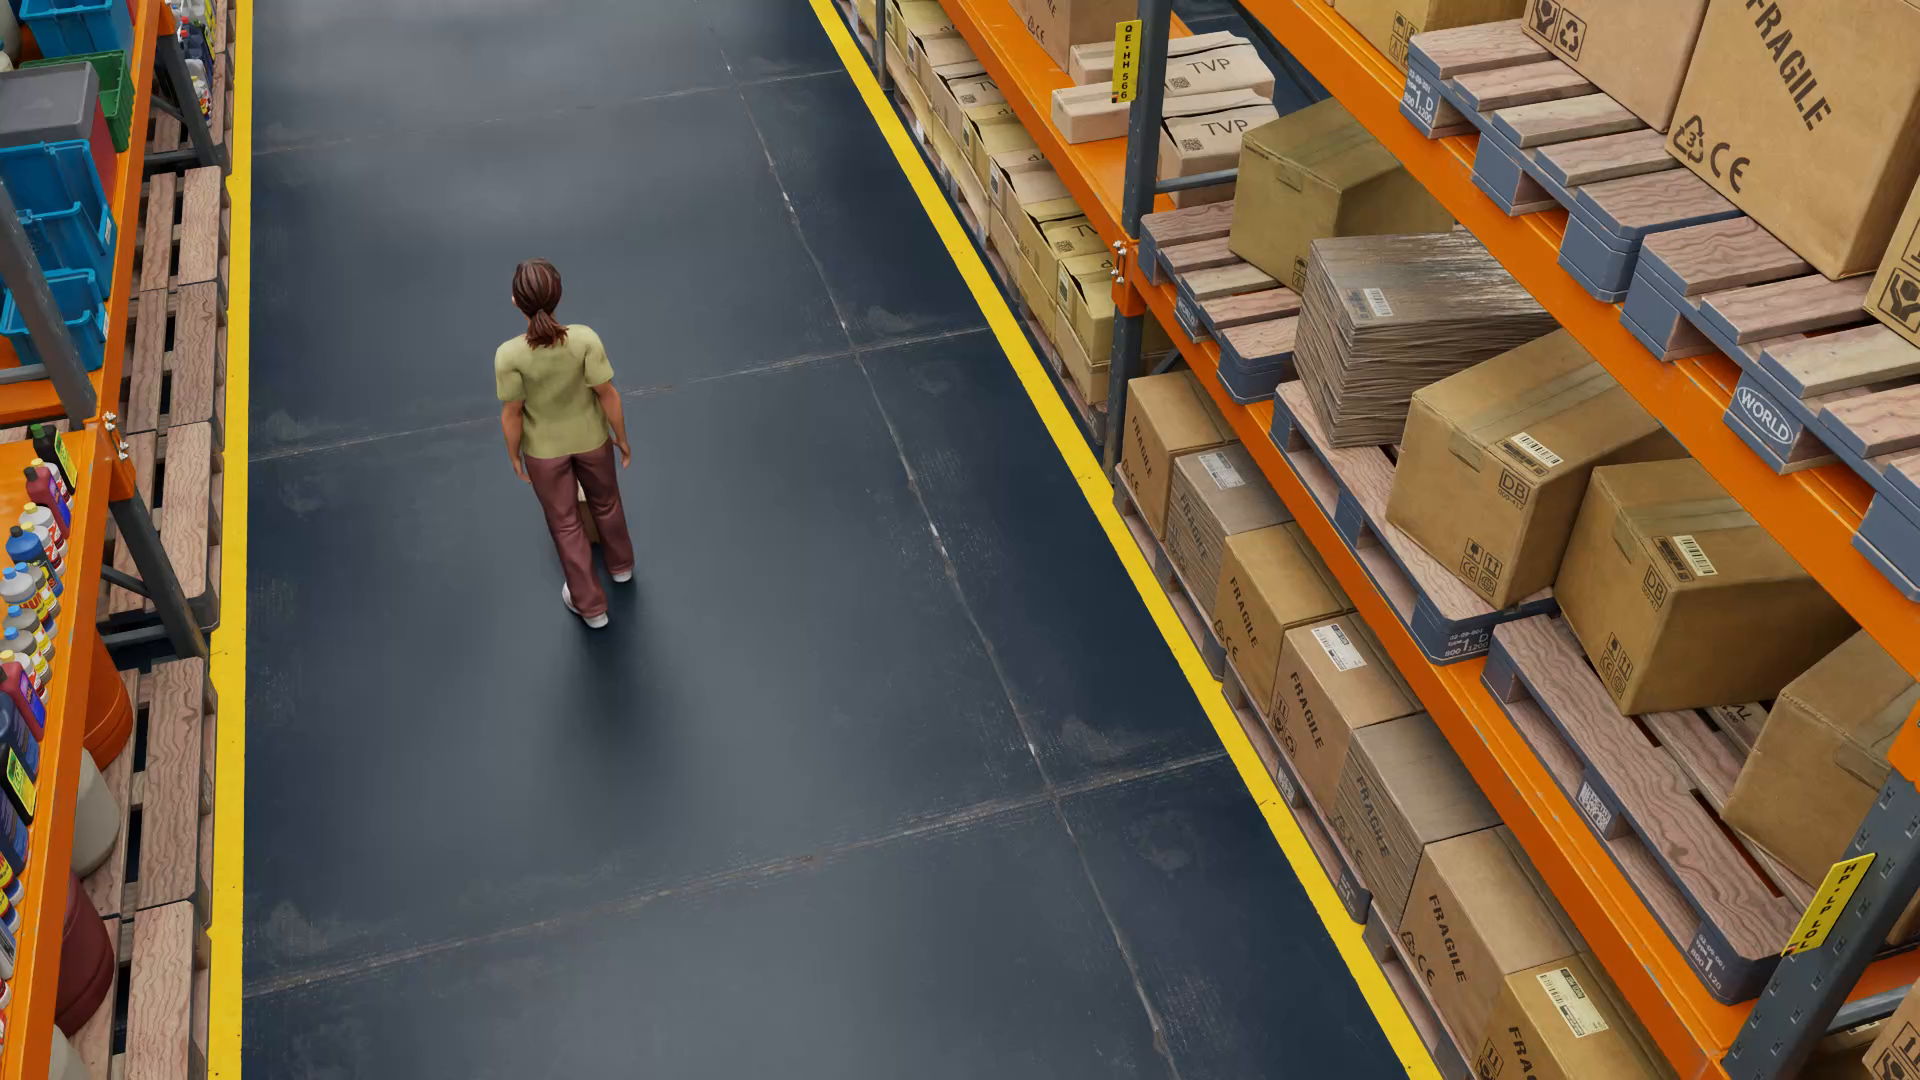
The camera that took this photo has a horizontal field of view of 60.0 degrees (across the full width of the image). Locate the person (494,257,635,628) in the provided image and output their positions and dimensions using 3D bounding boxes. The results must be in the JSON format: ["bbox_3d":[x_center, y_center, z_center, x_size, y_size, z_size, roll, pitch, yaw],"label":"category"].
[{"bbox_3d":[-1.576,-0.414,6.602,0.459,1.673,0.551,-17,45,-18],"label":"person"}]
